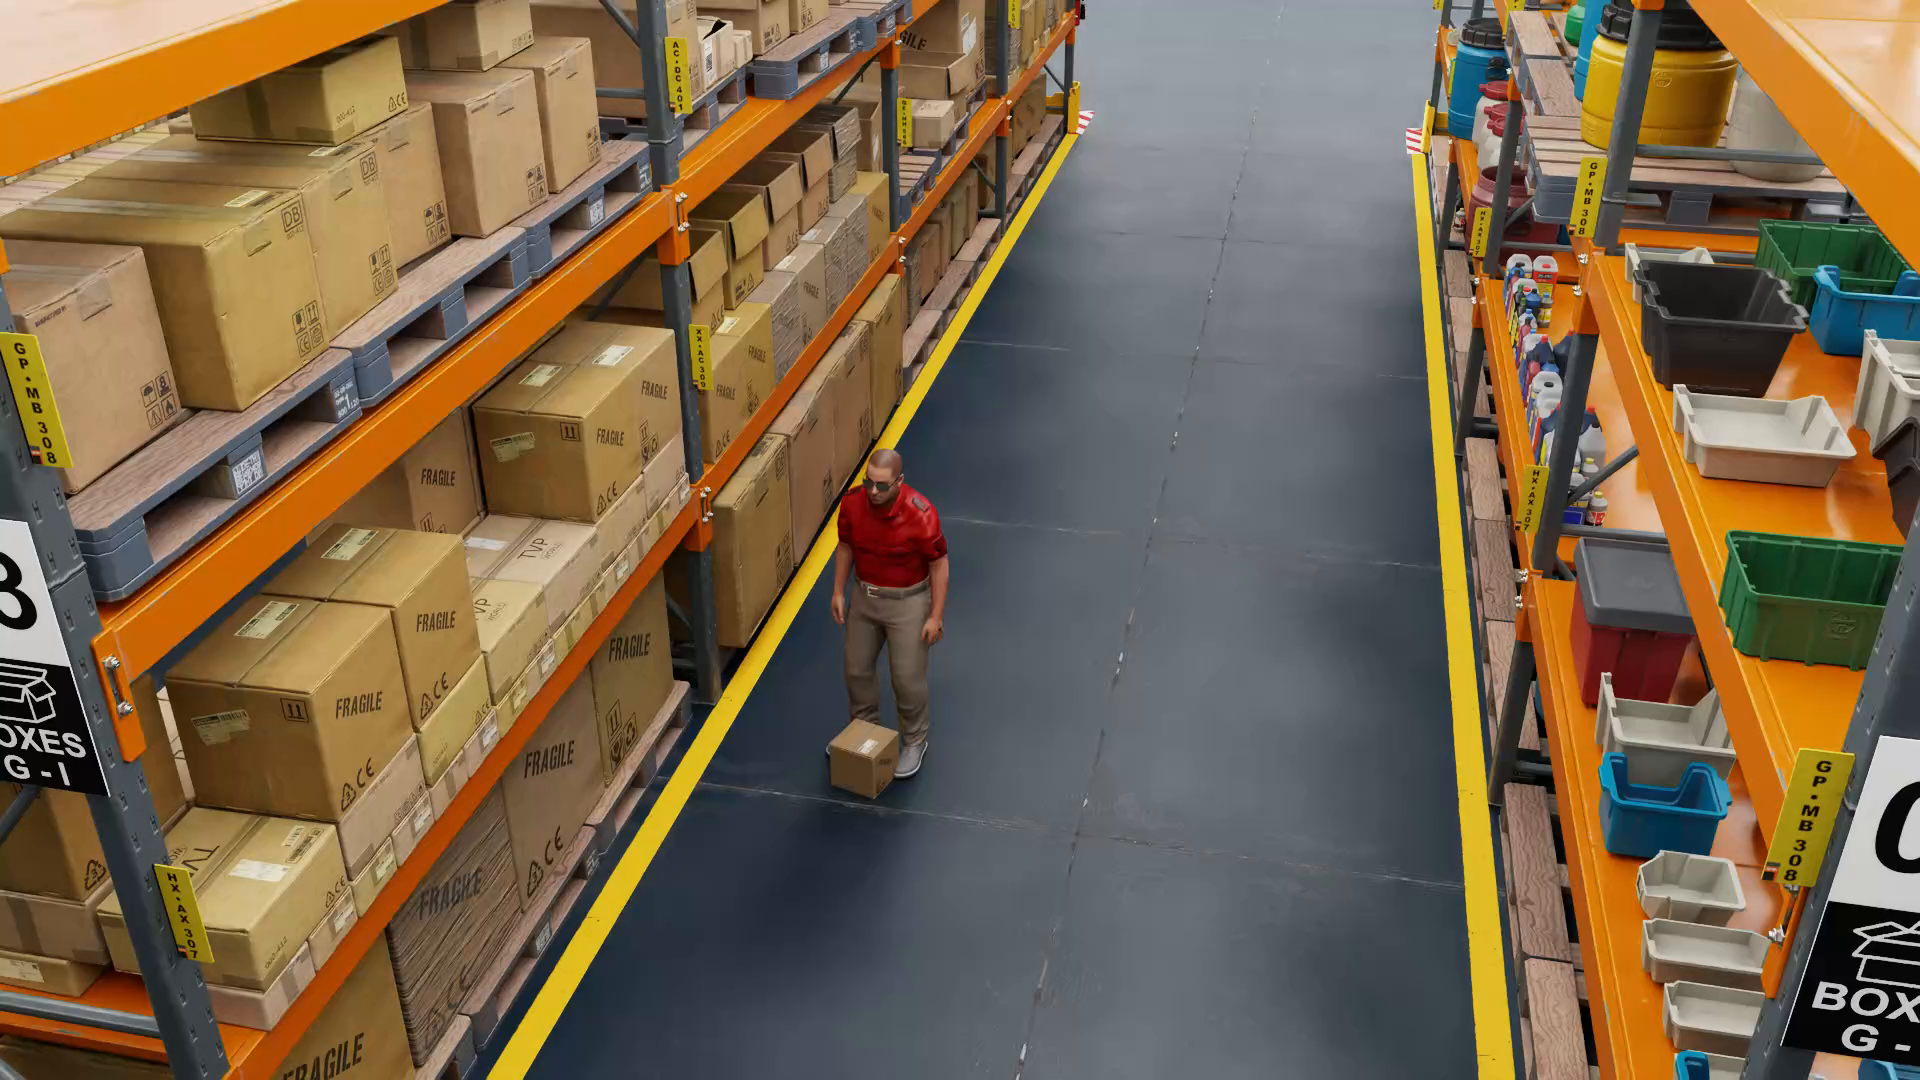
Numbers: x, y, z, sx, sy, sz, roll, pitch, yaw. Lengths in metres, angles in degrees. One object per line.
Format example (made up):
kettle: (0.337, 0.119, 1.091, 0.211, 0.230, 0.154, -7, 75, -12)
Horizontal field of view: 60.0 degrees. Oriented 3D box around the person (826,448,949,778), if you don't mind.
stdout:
person: (-0.353, 0.322, 8.044, 0.603, 1.727, 0.394, 13, 31, 22)
